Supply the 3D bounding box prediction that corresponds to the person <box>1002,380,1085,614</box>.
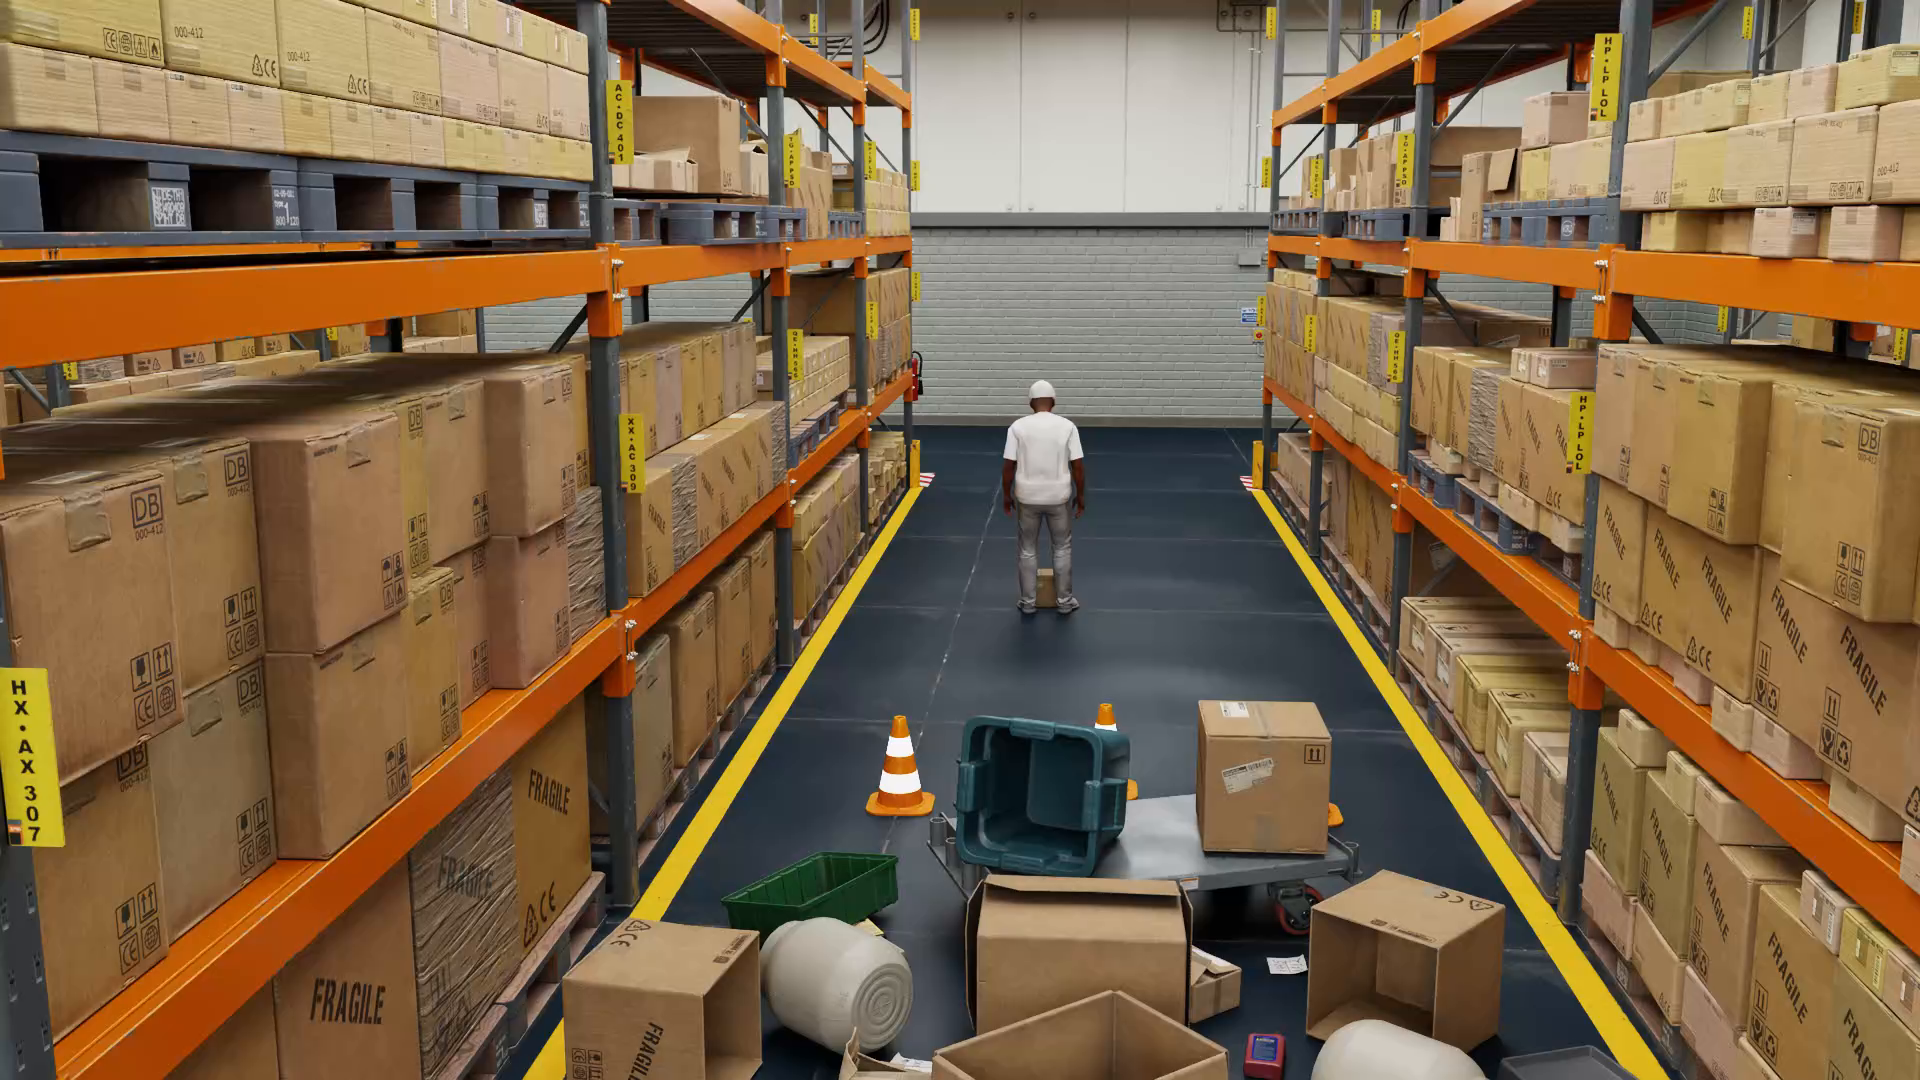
[{"bbox_3d":[0.634,-0.327,12.613,0.626,1.761,0.456,1,11,4],"label":"person"}]
